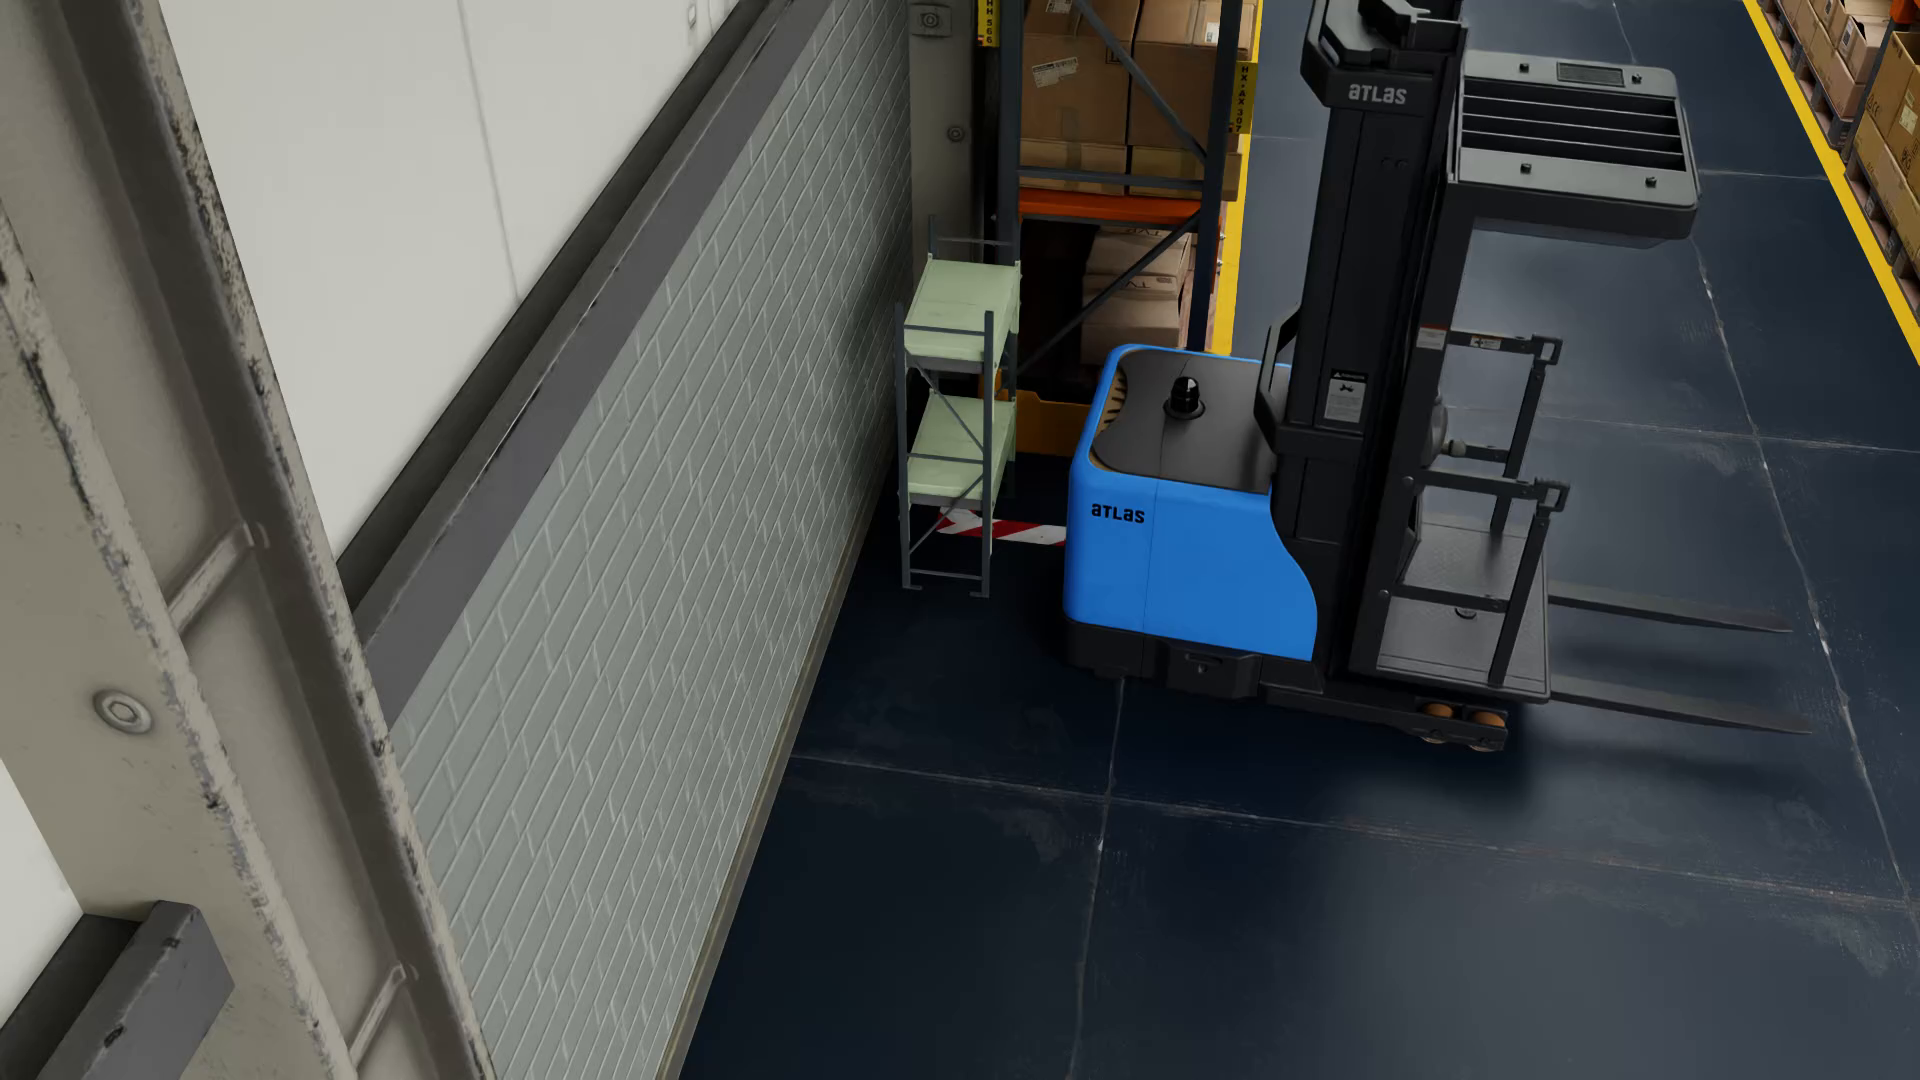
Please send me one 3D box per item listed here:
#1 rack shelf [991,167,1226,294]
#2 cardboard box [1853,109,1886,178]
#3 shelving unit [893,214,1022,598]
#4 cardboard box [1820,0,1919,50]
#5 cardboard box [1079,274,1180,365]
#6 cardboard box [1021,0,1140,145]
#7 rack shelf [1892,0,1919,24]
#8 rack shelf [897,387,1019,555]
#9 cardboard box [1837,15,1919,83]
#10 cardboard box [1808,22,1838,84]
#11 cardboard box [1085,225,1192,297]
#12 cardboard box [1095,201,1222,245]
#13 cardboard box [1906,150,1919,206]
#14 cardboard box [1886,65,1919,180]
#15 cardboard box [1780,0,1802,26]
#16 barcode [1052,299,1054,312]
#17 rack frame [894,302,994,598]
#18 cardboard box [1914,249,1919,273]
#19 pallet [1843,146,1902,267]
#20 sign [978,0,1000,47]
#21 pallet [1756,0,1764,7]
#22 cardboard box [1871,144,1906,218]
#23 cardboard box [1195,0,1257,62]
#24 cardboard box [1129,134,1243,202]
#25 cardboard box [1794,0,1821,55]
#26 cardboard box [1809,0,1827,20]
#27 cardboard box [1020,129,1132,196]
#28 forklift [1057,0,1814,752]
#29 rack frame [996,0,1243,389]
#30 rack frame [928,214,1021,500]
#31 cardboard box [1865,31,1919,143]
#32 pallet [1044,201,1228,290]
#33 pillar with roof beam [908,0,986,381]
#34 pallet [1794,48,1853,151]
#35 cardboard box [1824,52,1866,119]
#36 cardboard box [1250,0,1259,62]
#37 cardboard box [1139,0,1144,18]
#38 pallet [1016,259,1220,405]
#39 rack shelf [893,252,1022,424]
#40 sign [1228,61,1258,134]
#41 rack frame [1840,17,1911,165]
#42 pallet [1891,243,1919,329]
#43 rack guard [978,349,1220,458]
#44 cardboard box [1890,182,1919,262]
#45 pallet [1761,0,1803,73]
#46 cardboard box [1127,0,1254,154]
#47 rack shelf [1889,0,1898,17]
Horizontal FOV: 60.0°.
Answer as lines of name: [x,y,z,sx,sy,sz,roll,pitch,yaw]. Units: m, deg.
rack shelf: [1.016,-2.589,9.189,1.077,0.370,4.000,6,40,8]
cardboard box: [5.863,-2.423,10.251,0.500,0.250,0.500,6,40,8]
shelving unit: [-0.001,-0.574,7.364,0.431,1.500,0.755,6,40,8]
cardboard box: [6.114,-3.509,11.125,0.500,0.311,0.500,7,40,9]
cardboard box: [0.879,-1.169,8.672,0.500,0.311,0.500,2,40,3]
cardboard box: [0.542,-2.170,7.631,0.500,0.500,0.500,6,40,7]
rack shelf: [5.896,-2.046,8.531,1.077,0.370,4.000,6,40,8]
rack shelf: [-0.001,-0.323,7.572,0.431,0.370,0.720,6,40,8]
cardboard box: [6.030,-3.182,10.730,0.500,0.311,0.500,6,40,8]
cardboard box: [6.118,-3.290,11.300,0.500,0.250,0.500,6,40,7]
cardboard box: [0.977,-1.527,9.104,0.500,0.311,0.500,10,41,11]
cardboard box: [1.153,-2.055,9.594,0.700,0.500,0.500,4,40,5]
cardboard box: [5.681,-2.085,9.254,0.500,0.500,0.500,6,40,8]
cardboard box: [5.775,-2.398,9.633,0.500,0.500,0.500,6,40,8]
cardboard box: [6.295,-3.930,12.074,0.500,0.250,0.500,7,40,9]
barcode: [0.488,-1.228,8.736,0.001,0.075,0.075,6,40,8]
rack frame: [-0.064,-0.344,7.086,0.400,1.500,0.023,6,40,8]
cardboard box: [5.599,-1.482,9.113,0.500,0.250,0.500,6,40,8]
pallet: [6.063,-2.009,10.111,1.003,0.211,1.213,6,40,8]
sign: [0.127,-2.253,7.062,0.100,0.325,0.005,6,40,8]
pallet: [6.753,-4.501,13.126,1.003,0.211,1.213,6,40,8]
cardboard box: [5.772,-2.109,9.872,0.500,0.250,0.500,6,40,8]
cardboard box: [1.144,-2.426,7.941,0.500,0.500,0.500,7,40,8]
cardboard box: [1.067,-1.833,7.811,0.500,0.250,0.500,5,40,6]
cardboard box: [6.206,-3.611,11.688,0.500,0.250,0.500,7,40,9]
cardboard box: [6.202,-3.822,11.504,0.500,0.311,0.500,6,40,8]
cardboard box: [0.560,-1.876,7.864,0.500,0.250,0.500,7,40,8]
forklift: [1.992,-0.640,6.321,3.031,2.935,1.130,9,40,11]
rack frame: [0.670,-1.612,7.442,1.000,3.000,0.127,6,40,8]
rack frame: [0.062,-0.804,7.642,0.400,1.500,0.023,6,40,8]
cardboard box: [5.853,-2.713,10.014,0.500,0.500,0.500,6,40,8]
pallet: [1.072,-1.854,9.923,1.003,0.211,1.213,6,40,8]
pillar with roof beam: [4.179,-3.984,5.603,9.100,9.000,0.400,6,40,8]
pallet: [6.331,-2.970,11.273,1.003,0.211,1.213,6,40,8]
cardboard box: [6.028,-2.972,10.916,0.500,0.250,0.500,6,40,7]
cardboard box: [1.240,-2.750,8.332,0.500,0.500,0.500,5,40,6]
cardboard box: [0.639,-2.485,8.011,0.500,0.500,0.500,7,40,8]
pallet: [0.859,-1.090,9.000,1.003,0.211,1.213,6,40,8]
rack shelf: [-0.001,-0.875,7.115,0.431,0.370,0.720,6,40,8]
sign: [1.205,-1.885,7.094,0.100,0.325,0.005,6,40,8]
rack frame: [6.242,-3.578,9.820,1.000,3.000,0.127,6,40,8]
pallet: [5.854,-1.241,9.182,1.003,0.211,1.213,6,40,8]
rack guard: [0.683,-0.696,8.296,1.175,0.500,0.348,6,40,8]
cardboard box: [5.680,-1.796,9.493,0.500,0.250,0.500,6,40,8]
pallet: [6.540,-3.738,12.202,1.003,0.211,1.213,6,40,8]
cardboard box: [1.049,-2.117,7.567,0.500,0.500,0.500,6,40,8]
rack shelf: [6.588,-4.556,11.568,1.077,0.370,4.000,6,40,8]
